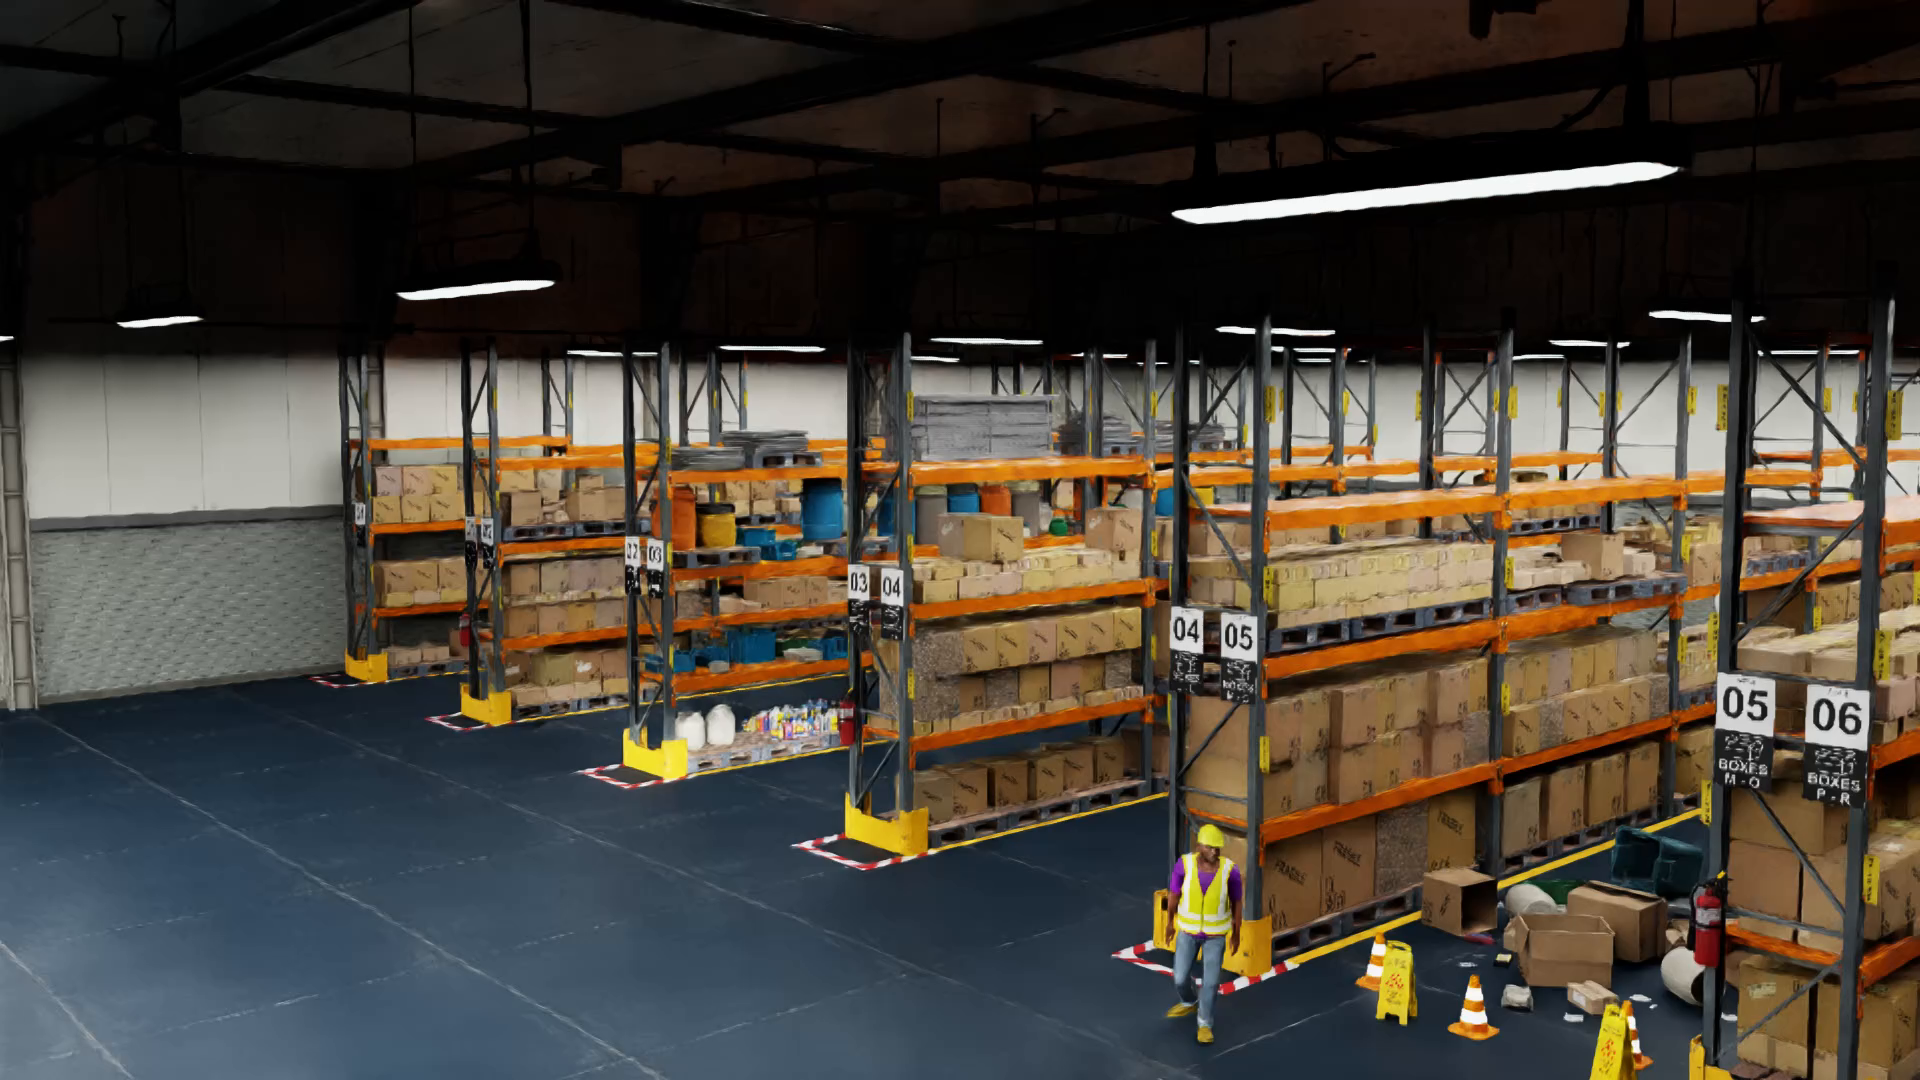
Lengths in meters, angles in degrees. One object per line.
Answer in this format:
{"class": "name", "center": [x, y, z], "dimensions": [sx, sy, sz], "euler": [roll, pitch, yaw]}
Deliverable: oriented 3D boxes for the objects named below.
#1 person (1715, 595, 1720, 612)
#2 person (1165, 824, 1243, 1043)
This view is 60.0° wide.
{"class": "person", "center": [14.160, 1.567, 30.667], "dimensions": [1.042, 1.714, 0.591], "euler": [-5, 7, -42]}
{"class": "person", "center": [1.944, 3.106, 13.285], "dimensions": [0.615, 1.757, 0.556], "euler": [1, 5, 13]}
